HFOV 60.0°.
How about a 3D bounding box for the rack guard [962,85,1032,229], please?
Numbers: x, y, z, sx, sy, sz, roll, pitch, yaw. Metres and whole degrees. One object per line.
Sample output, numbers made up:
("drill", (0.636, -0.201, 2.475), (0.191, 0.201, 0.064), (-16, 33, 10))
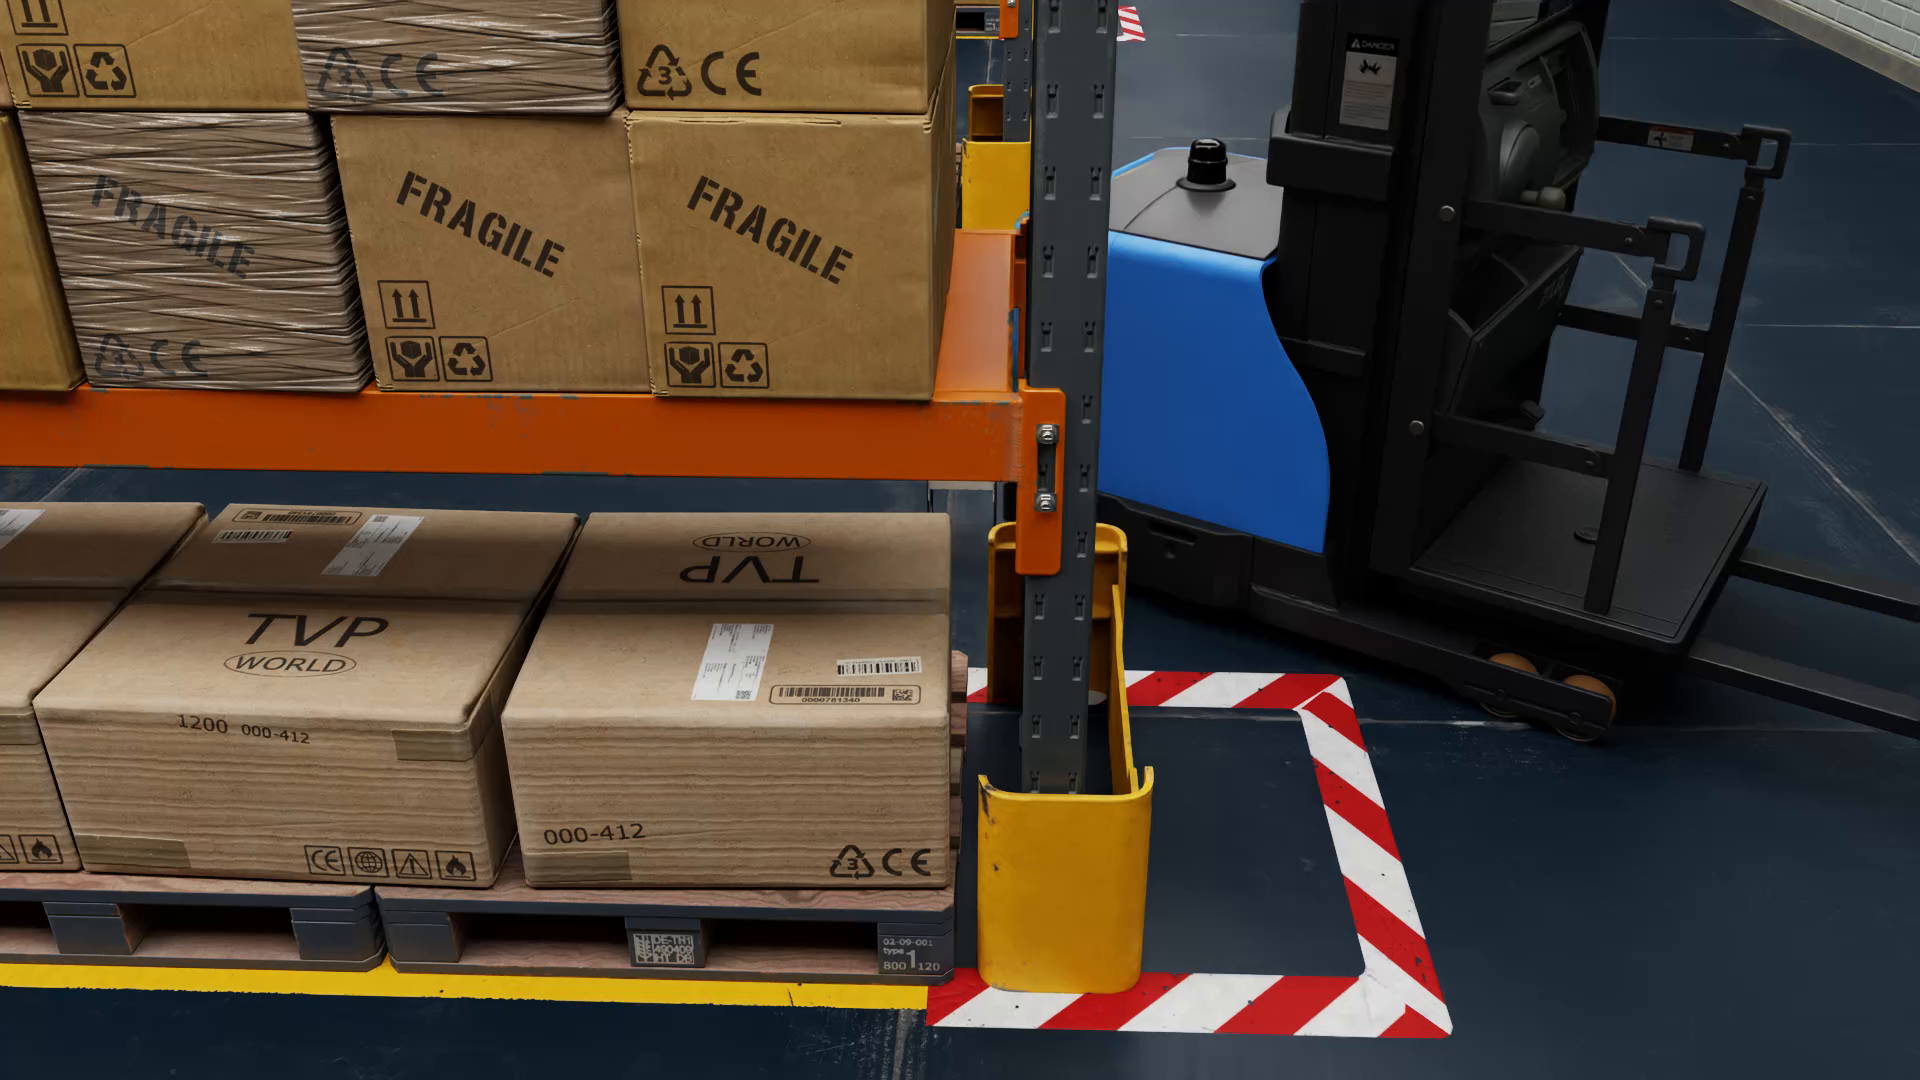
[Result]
("rack guard", (0.202, -1.871, 8.245), (0.348, 0.500, 1.175), (1, 28, 2))

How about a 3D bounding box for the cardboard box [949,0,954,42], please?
("cardboard box", (-0.265, -1.282, 3.292), (0.500, 0.500, 0.500), (0, 28, 1))

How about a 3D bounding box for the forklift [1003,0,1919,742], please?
("forklift", (1.642, -1.062, 4.123), (3.031, 2.935, 1.130), (17, 33, 30))

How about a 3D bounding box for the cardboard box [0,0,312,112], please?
("cardboard box", (-1.303, -1.042, 2.839), (0.500, 0.500, 0.500), (1, 28, 2))

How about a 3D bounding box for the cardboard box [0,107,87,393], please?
("cardboard box", (-1.819, -0.605, 3.082), (0.500, 0.500, 0.500), (2, 28, 3))

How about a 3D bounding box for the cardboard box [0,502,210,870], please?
("cardboard box", (-2.275, 0.300, 3.768), (0.875, 0.438, 0.875), (0, 28, 0))

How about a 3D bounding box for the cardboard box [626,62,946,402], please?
("cardboard box", (-0.287, -0.583, 3.041), (0.500, 0.500, 0.500), (1, 28, 2))

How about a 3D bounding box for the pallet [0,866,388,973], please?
("pallet", (-1.814, 0.579, 3.933), (1.213, 0.211, 1.003), (1, 28, 2))

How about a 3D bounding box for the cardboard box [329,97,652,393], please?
("cardboard box", (-0.788, -0.599, 3.070), (0.500, 0.500, 0.500), (0, 28, 1))

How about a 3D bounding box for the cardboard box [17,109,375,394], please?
("cardboard box", (-1.303, -0.603, 3.078), (0.500, 0.500, 0.500), (2, 28, 3))

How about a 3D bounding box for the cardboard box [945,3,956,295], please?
("cardboard box", (-0.265, -0.842, 3.528), (0.500, 0.500, 0.500), (1, 28, 1))

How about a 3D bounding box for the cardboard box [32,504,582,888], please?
("cardboard box", (-1.374, 0.316, 3.738), (0.875, 0.438, 0.875), (2, 28, 3))

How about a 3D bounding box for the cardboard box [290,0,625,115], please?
("cardboard box", (-0.809, -1.033, 2.821), (0.500, 0.500, 0.500), (1, 28, 2))

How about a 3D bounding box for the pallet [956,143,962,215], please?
("pallet", (-0.609, -1.773, 8.369), (1.213, 0.211, 1.003), (1, 28, 2))

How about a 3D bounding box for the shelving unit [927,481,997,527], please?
("shelving unit", (0.008, -0.397, 5.039), (0.210, 0.900, 0.258), (1, 28, 2))

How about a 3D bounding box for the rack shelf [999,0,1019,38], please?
("rack shelf", (-1.721, -2.689, 7.888), (4.000, 0.370, 1.077), (1, 28, 2))

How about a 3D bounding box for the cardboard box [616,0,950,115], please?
("cardboard box", (-0.286, -1.038, 2.830), (0.500, 0.500, 0.500), (2, 28, 3))

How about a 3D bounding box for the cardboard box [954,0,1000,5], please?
("cardboard box", (-0.088, -4.514, 12.382), (0.875, 0.875, 0.875), (1, 28, 2))

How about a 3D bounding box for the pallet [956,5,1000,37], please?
("pallet", (-0.248, -4.038, 12.643), (1.213, 0.211, 1.003), (1, 28, 2))

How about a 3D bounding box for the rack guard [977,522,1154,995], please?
("rack guard", (0.228, 0.450, 3.868), (0.348, 0.500, 1.175), (1, 28, 2))

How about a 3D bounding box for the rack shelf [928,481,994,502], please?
("rack shelf", (0.008, -0.209, 5.139), (0.200, 0.077, 0.258), (1, 28, 2))

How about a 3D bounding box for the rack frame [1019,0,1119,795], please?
("rack frame", (0.204, -0.655, 3.283), (0.127, 3.000, 1.000), (1, 28, 2))

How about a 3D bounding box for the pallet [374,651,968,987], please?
("pallet", (-0.598, 0.600, 3.892), (1.213, 0.211, 1.003), (1, 28, 2))

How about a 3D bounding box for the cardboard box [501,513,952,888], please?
("cardboard box", (-0.459, 0.327, 3.717), (0.875, 0.438, 0.875), (0, 28, 0))

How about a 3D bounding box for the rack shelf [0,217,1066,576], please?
("rack shelf", (-1.794, -0.370, 3.514), (4.000, 0.370, 1.077), (1, 28, 2))

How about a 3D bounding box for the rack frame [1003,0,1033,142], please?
("rack frame", (0.278, -2.974, 7.657), (0.127, 3.000, 1.000), (1, 28, 2))

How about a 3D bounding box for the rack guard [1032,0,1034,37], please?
("rack guard", (0.578, -4.189, 12.618), (0.348, 0.500, 1.175), (1, 28, 2))

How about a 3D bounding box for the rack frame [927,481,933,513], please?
("rack frame", (-0.093, -0.399, 5.042), (0.006, 0.900, 0.240), (1, 28, 2))

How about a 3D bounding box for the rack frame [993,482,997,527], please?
("rack frame", (0.110, -0.396, 5.036), (0.006, 0.900, 0.240), (1, 28, 2))

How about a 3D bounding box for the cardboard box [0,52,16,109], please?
("cardboard box", (-1.806, -1.051, 2.856), (0.500, 0.500, 0.500), (1, 28, 1))
